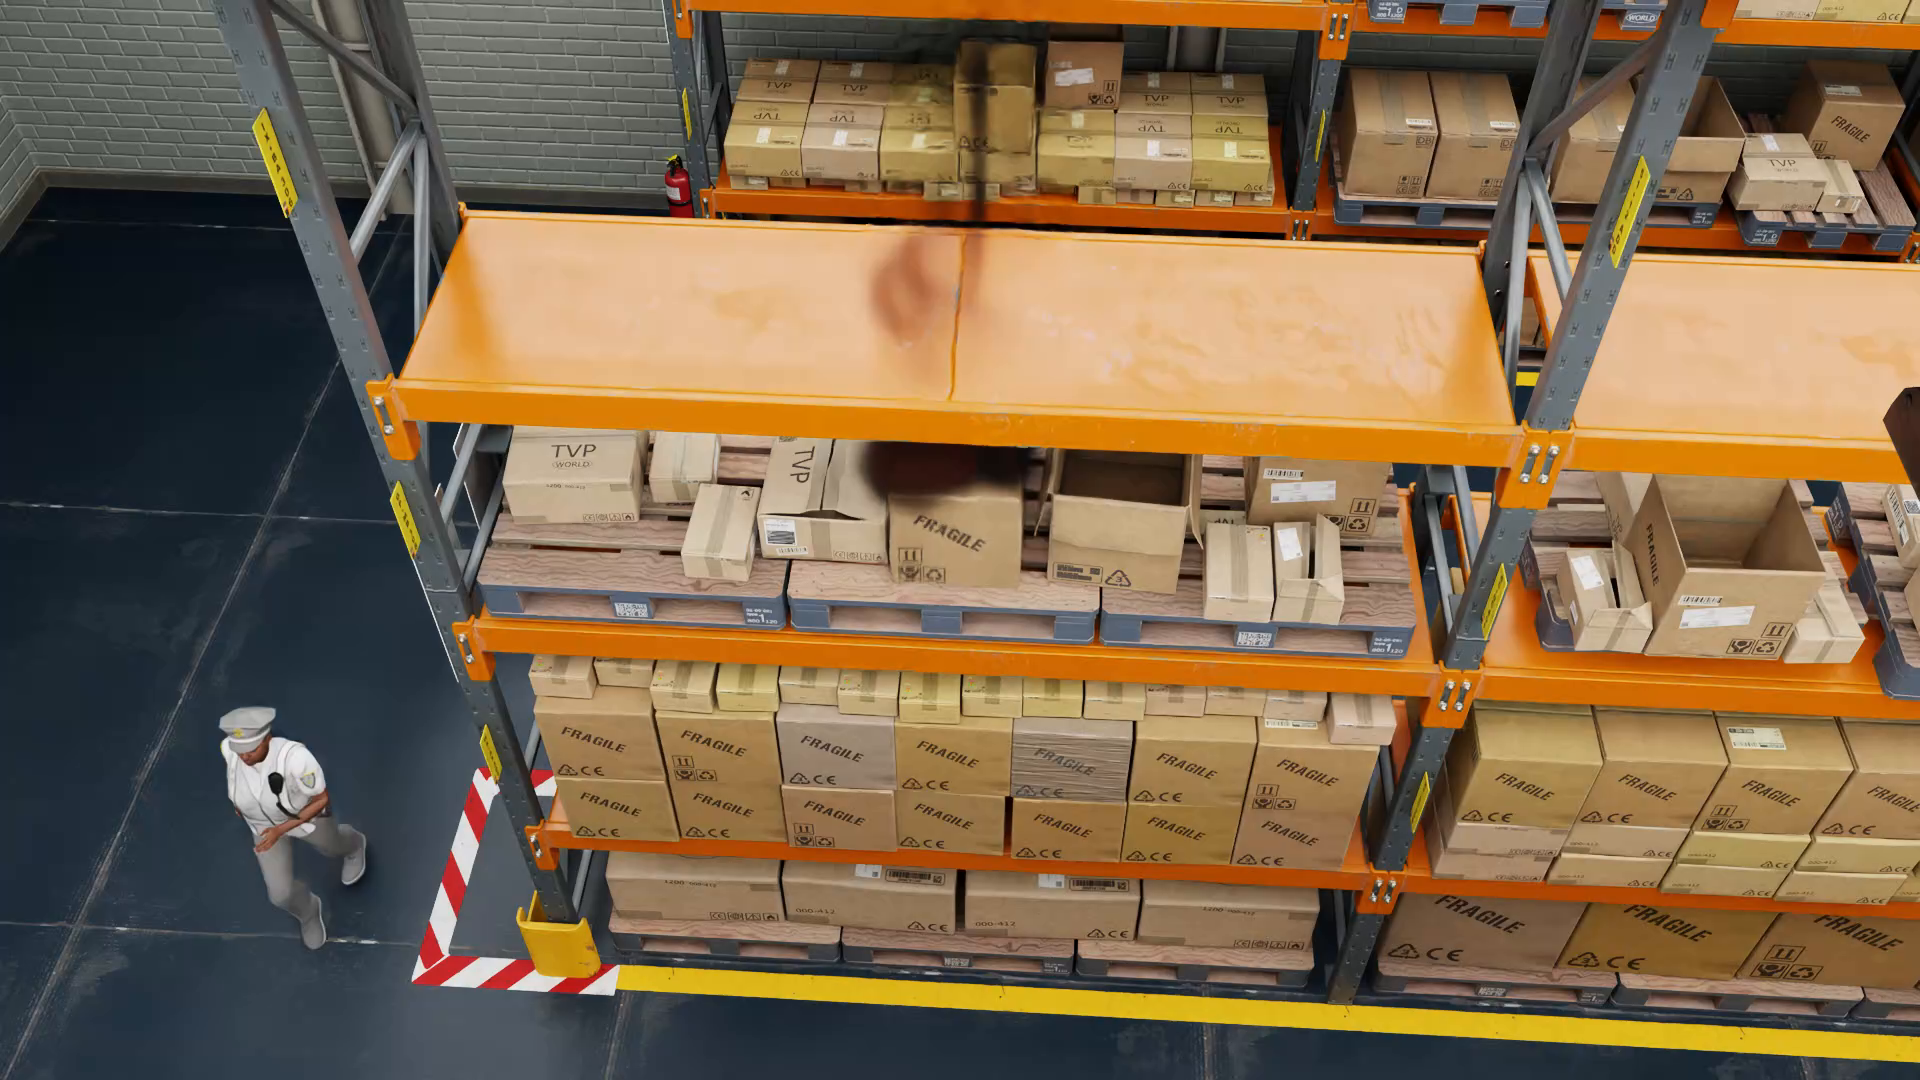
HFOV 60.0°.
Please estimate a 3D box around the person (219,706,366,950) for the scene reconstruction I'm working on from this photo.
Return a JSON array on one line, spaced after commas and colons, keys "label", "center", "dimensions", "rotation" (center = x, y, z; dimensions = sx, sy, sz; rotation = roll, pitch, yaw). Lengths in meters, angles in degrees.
[{"label": "person", "center": [-3.350, 1.416, 8.331], "dimensions": [0.546, 1.757, 0.733], "rotation": [-3, 48, -3]}]
